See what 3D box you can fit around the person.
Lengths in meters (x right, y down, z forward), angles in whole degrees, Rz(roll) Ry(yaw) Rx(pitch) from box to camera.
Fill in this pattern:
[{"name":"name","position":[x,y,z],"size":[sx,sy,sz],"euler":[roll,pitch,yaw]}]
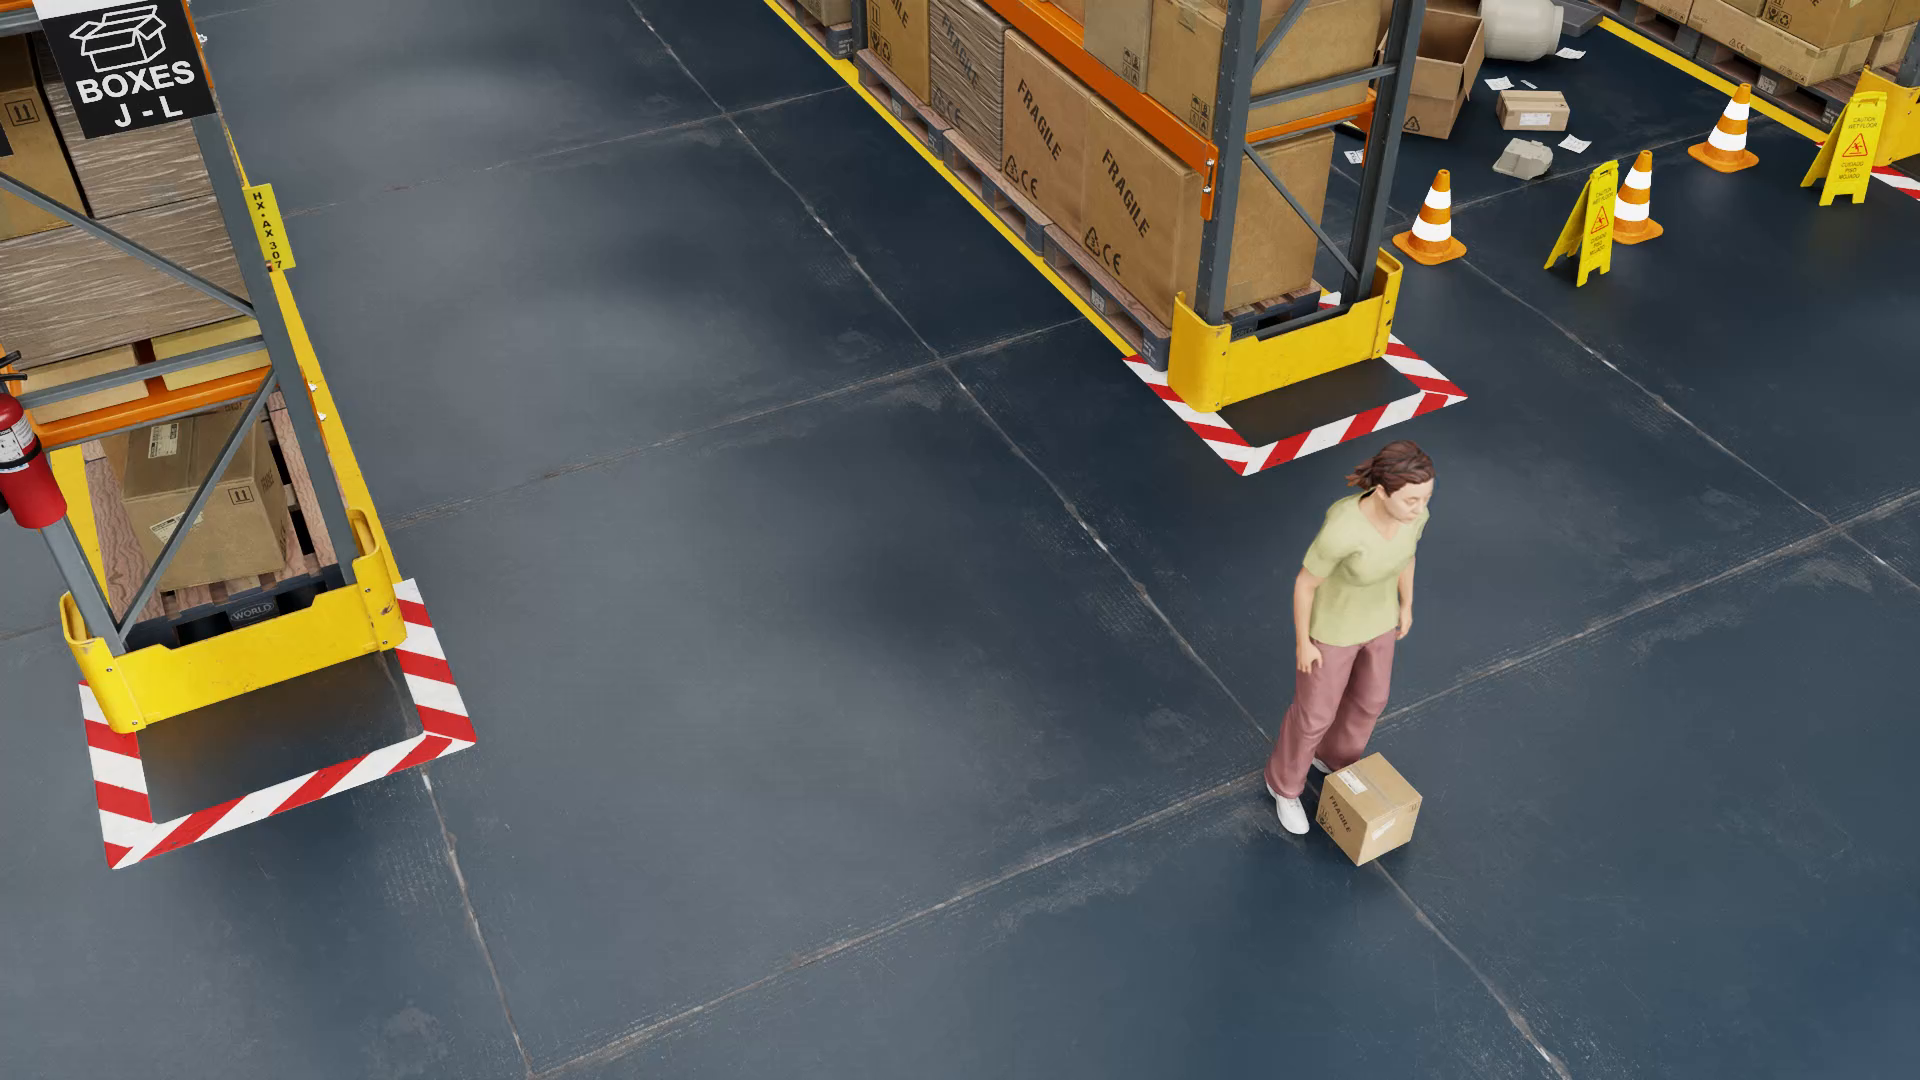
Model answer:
[{"name":"person","position":[1.376,0.314,5.804],"size":[0.499,1.673,0.357],"euler":[-19,45,-20]}]
